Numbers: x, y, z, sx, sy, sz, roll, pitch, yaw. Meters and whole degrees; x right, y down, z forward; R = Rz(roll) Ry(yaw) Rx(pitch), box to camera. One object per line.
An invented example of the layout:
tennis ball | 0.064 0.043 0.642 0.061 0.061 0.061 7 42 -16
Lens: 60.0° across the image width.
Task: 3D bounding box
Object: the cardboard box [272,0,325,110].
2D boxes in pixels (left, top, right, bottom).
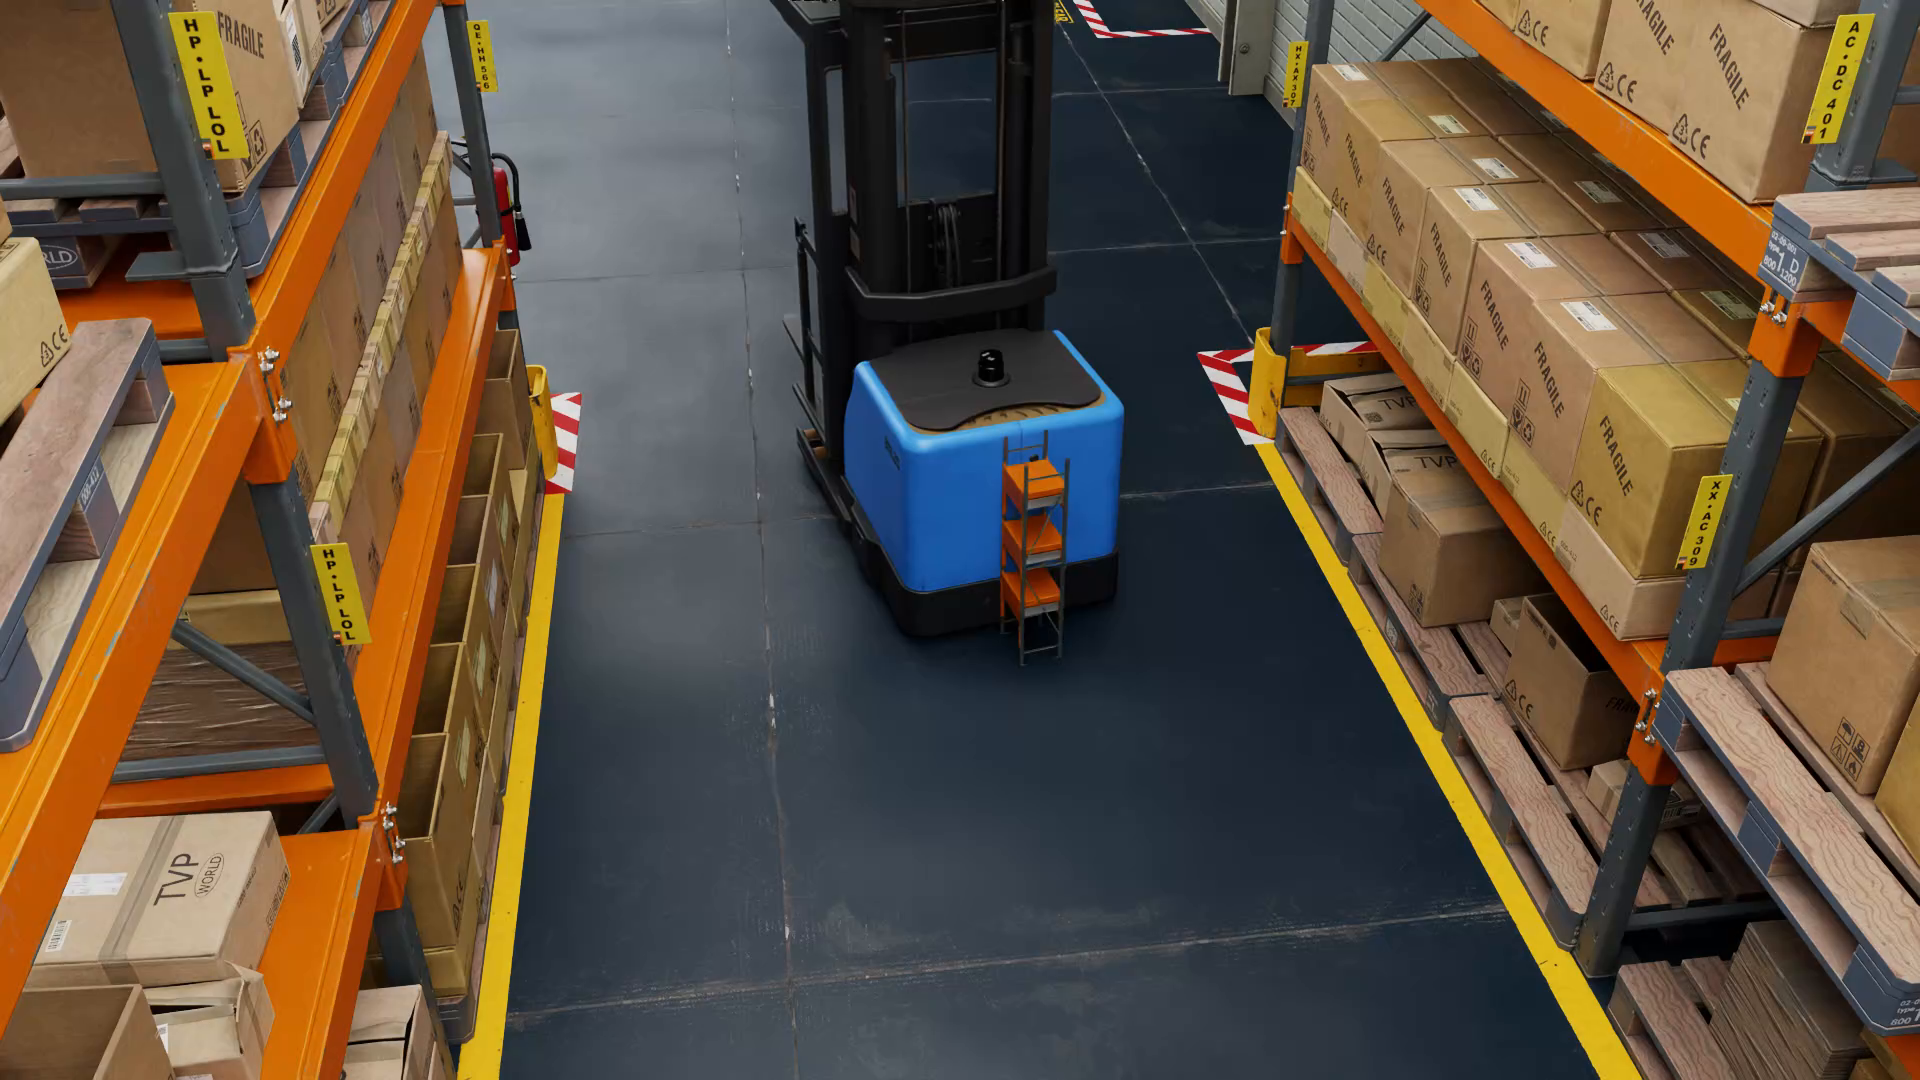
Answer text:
cardboard box | -2.060 -1.397 4.555 0.500 0.311 0.500 -6 35 -9

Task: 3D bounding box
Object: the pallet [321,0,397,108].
pallet | -2.482 -1.717 5.521 1.003 0.211 1.213 -4 35 -6

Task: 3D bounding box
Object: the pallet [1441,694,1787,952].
pallet | 2.602 1.042 6.533 1.003 0.211 1.213 -4 35 -6

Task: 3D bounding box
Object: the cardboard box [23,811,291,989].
cardboard box | -2.071 0.973 4.292 0.500 0.250 0.500 -2 34 -3

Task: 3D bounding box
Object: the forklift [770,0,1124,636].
forklift | -0.228 -1.603 7.999 1.130 2.935 3.031 -11 36 -16

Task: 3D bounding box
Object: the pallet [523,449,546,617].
pallet | -2.575 -0.017 8.088 1.003 0.211 1.213 -4 35 -6

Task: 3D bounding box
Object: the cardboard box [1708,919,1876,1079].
cardboard box | 2.843 1.523 5.181 0.700 0.500 0.500 -3 34 -5

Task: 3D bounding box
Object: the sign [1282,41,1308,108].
sign | 1.652 -2.287 8.173 0.100 0.325 0.005 -4 35 -6

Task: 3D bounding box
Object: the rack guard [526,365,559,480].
rack guard | -2.722 -0.573 8.648 1.175 0.500 0.348 -4 35 -6

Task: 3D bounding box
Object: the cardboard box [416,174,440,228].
cardboard box | -2.408 -1.415 6.998 0.380 0.149 0.250 -5 35 -7

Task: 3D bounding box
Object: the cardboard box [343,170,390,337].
cardboard box | -2.449 -1.026 5.851 0.700 0.500 0.500 -4 35 -6

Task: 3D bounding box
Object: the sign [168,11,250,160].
sign | -1.645 -0.991 3.638 0.100 0.325 0.005 -4 35 -6

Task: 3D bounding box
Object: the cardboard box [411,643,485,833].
cardboard box | -2.008 0.731 5.917 0.500 0.500 0.500 -4 35 -6

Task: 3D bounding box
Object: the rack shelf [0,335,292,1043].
rack shelf | -1.912 0.813 2.369 1.077 0.370 4.000 -4 35 -6

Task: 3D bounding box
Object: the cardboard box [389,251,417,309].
cardboard box | -2.303 -0.981 6.361 0.380 0.149 0.250 -3 34 -5

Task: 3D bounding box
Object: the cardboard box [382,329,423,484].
cardboard box | -2.458 -0.509 6.245 0.700 0.500 0.500 -3 34 -5

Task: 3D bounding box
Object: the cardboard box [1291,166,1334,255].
cardboard box | 1.940 -1.620 8.079 0.500 0.250 0.500 -5 35 -8

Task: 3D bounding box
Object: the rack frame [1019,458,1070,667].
rack frame | 0.359 0.113 7.152 0.200 1.050 0.008 -11 36 -16

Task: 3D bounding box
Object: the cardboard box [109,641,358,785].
cardboard box | -2.247 0.351 4.983 0.700 0.500 0.500 -5 35 -8

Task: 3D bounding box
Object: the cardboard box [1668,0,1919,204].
cardboard box | 2.414 -1.292 4.712 0.500 0.500 0.500 -3 34 -5

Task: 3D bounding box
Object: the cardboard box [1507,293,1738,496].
cardboard box | 2.284 -0.513 5.788 0.500 0.500 0.500 -5 35 -7

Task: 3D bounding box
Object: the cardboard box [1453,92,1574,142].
cardboard box | 2.521 -1.698 7.527 0.500 0.500 0.500 -4 34 -6

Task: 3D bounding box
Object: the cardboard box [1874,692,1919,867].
cardboard box | 2.830 0.638 4.171 0.700 0.500 0.500 -1 34 -1

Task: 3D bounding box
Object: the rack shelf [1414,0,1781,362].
rack shelf | 2.458 -1.796 6.198 1.077 0.370 4.000 -4 35 -6

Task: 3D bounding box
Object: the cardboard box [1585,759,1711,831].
cardboard box | 2.626 0.955 6.311 0.380 0.166 0.250 -9 35 -13

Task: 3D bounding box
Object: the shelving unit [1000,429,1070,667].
shelving unit | 0.319 0.048 7.247 0.215 1.050 0.252 -11 36 -16

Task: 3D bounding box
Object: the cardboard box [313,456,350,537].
cardboard box | -2.096 -0.119 5.096 0.380 0.149 0.250 -5 35 -8

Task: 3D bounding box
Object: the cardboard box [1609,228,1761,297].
cardboard box | 2.744 -0.840 6.268 0.500 0.500 0.500 -3 34 -5

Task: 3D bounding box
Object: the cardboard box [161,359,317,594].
cardboard box | -2.247 -0.185 4.618 0.700 0.500 0.500 -4 34 -6

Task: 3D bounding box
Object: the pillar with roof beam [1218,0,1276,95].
pillar with roof beam | -1.932 -7.146 10.746 9.100 9.000 0.400 -4 35 -6

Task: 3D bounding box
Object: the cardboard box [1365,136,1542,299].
cardboard box | 2.075 -1.372 7.049 0.500 0.500 0.500 -5 35 -8

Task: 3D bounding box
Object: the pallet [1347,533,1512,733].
pallet | 2.434 0.360 7.535 1.003 0.211 1.213 -4 35 -6

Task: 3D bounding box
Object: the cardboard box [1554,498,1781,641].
cardboard box | 2.363 0.074 5.593 0.500 0.250 0.500 -4 35 -6

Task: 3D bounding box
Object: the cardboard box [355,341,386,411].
cardboard box | -2.203 -0.554 5.734 0.380 0.149 0.250 -5 35 -8

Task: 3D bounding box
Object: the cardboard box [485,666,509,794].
cardboard box | -2.067 0.761 6.538 0.500 0.250 0.500 -4 35 -6

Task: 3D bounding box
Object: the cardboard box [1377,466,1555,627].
cardboard box | 2.319 0.005 7.408 0.700 0.500 0.500 -6 35 -9

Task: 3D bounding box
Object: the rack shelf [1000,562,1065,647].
rack shelf | 0.319 0.286 7.410 0.215 0.259 0.240 -11 36 -16

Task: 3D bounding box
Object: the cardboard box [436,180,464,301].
cardboard box | -2.669 -1.373 7.512 0.700 0.500 0.500 -4 35 -6

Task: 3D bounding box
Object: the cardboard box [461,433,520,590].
cardboard box | -2.203 -0.107 7.146 0.500 0.500 0.500 -4 35 -6

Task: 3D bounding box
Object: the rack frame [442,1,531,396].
rack frame | -2.719 -1.593 7.924 1.000 3.000 0.127 -4 35 -6

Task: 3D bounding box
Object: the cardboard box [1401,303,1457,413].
cardboard box | 2.153 -0.765 6.824 0.500 0.250 0.500 -4 34 -6

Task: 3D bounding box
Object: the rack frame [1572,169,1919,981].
rack frame | 2.727 0.262 5.202 1.000 3.000 0.127 -4 35 -6

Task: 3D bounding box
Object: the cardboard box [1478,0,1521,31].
cardboard box | 2.190 -2.165 5.993 0.500 0.500 0.500 -2 34 -3

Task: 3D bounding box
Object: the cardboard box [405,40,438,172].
cardboard box | -2.662 -1.879 7.103 0.700 0.500 0.500 -4 35 -6

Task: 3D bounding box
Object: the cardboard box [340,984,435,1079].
cardboard box | -1.842 1.574 4.847 0.500 0.311 0.500 -4 35 -6

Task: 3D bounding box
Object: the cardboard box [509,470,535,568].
cardboard box | -2.275 -0.075 7.766 0.500 0.250 0.500 -4 35 -6
